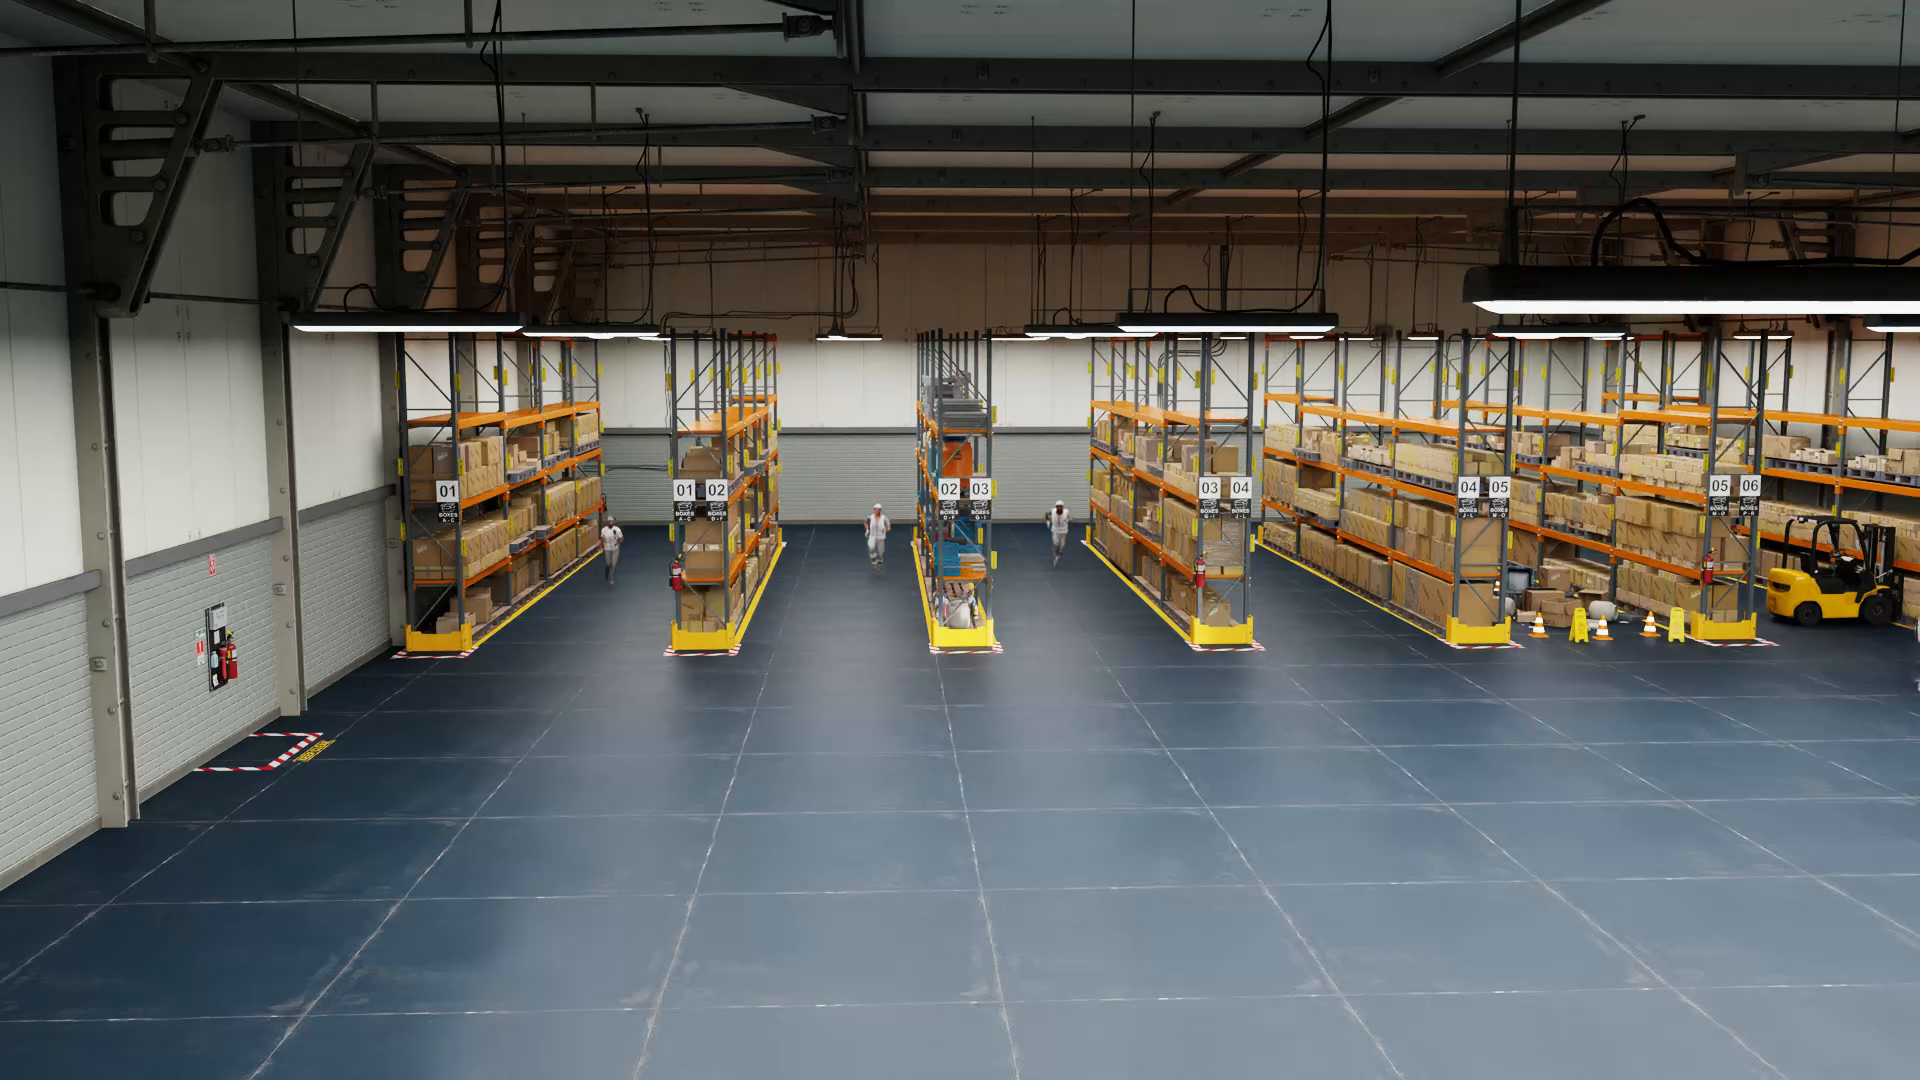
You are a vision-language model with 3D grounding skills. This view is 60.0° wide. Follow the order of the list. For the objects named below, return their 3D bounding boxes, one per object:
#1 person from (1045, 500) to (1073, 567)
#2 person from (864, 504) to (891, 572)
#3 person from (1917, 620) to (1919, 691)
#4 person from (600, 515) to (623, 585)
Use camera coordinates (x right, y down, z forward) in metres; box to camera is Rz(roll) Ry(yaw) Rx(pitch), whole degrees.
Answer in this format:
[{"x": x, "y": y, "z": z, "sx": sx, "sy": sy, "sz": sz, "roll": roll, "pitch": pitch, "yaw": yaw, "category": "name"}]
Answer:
[{"x": 2.545, "y": -0.179, "z": 42.722, "sx": 0.667, "sy": 1.715, "sz": 0.923, "roll": 0, "pitch": 7, "yaw": -3, "category": "person"}, {"x": -2.023, "y": -0.029, "z": 40.832, "sx": 0.651, "sy": 1.736, "sz": 0.983, "roll": 0, "pitch": 7, "yaw": -3, "category": "person"}, {"x": 16.054, "y": 1.694, "z": 27.140, "sx": 0.645, "sy": 1.696, "sz": 0.729, "roll": -4, "pitch": 8, "yaw": -32, "category": "person"}, {"x": -8.274, "y": 0.244, "z": 39.488, "sx": 0.561, "sy": 1.668, "sz": 0.573, "roll": -1, "pitch": 7, "yaw": -8, "category": "person"}]
